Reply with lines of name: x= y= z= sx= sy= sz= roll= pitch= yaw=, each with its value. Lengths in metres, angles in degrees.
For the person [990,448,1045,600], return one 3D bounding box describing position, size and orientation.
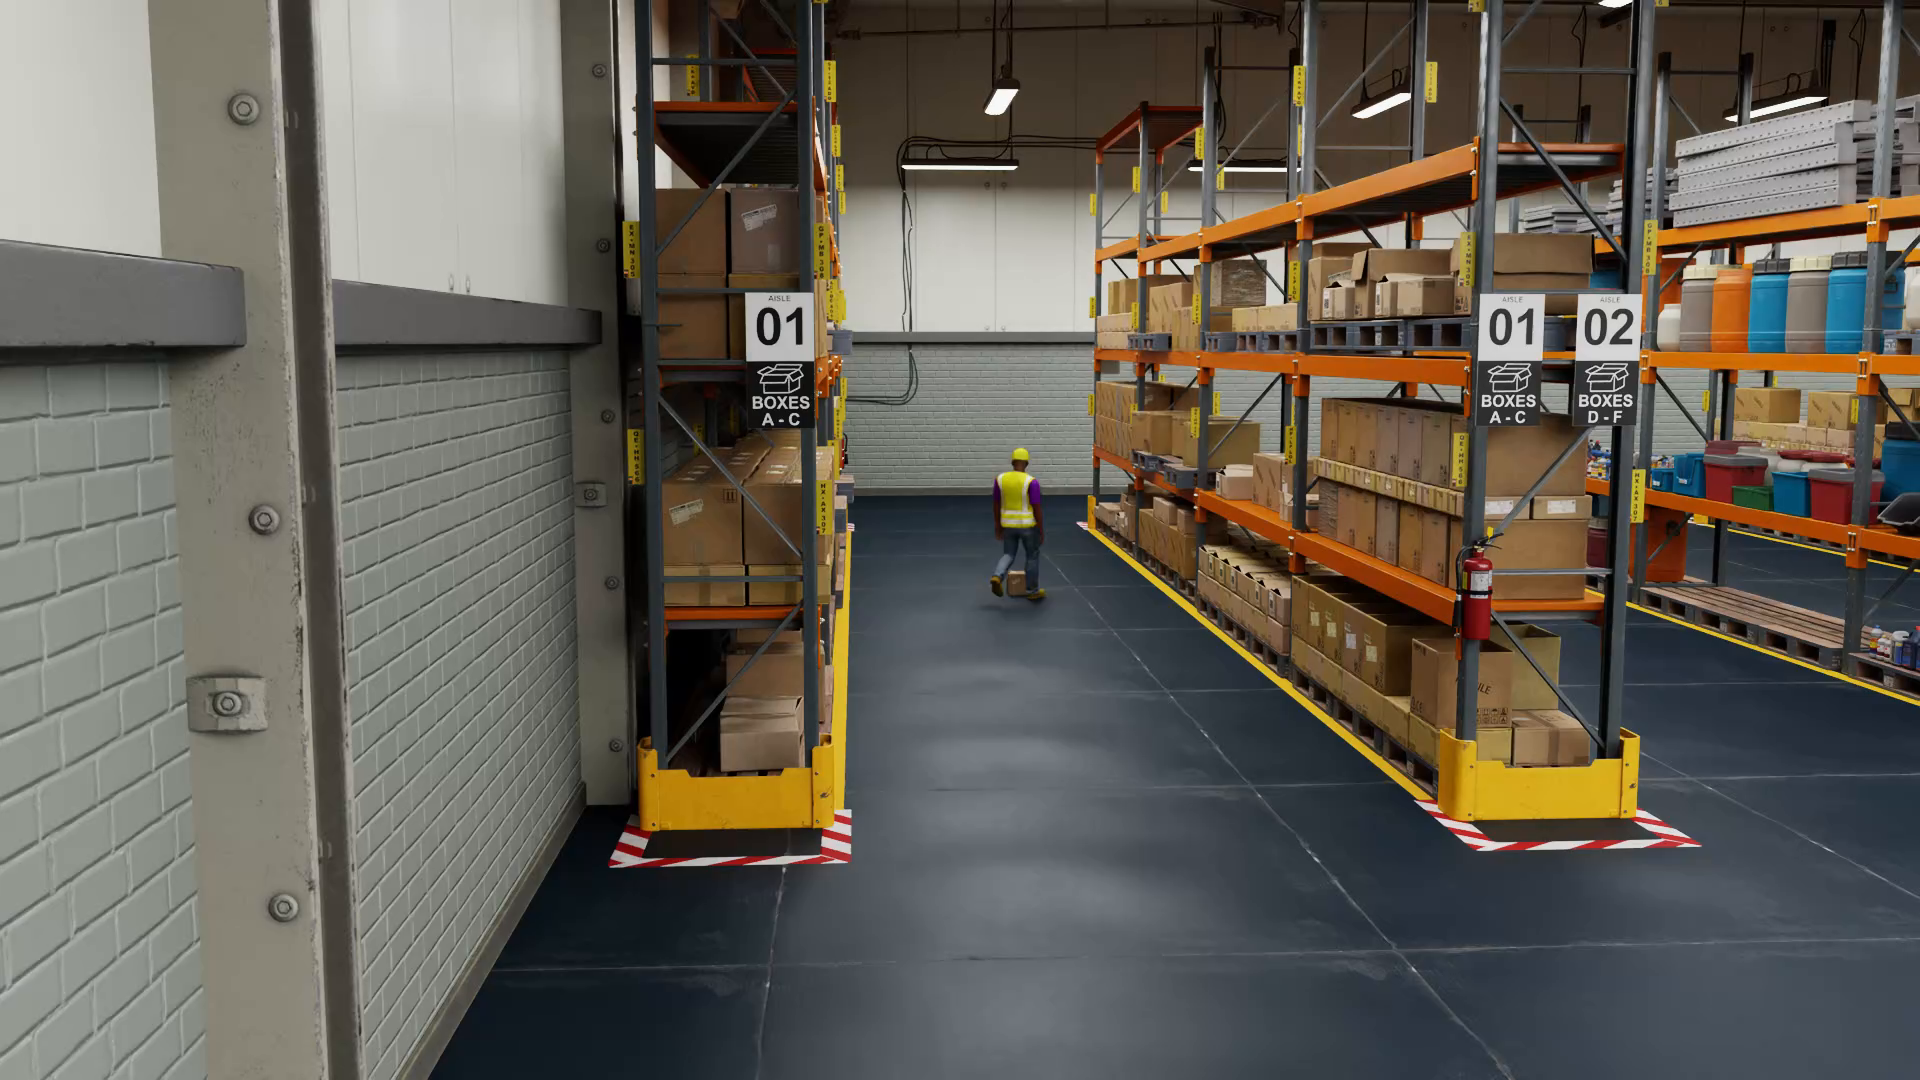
person: x=0.681 y=-0.173 z=18.695 sx=0.598 sy=1.738 sz=0.840 roll=3 pitch=8 yaw=26
